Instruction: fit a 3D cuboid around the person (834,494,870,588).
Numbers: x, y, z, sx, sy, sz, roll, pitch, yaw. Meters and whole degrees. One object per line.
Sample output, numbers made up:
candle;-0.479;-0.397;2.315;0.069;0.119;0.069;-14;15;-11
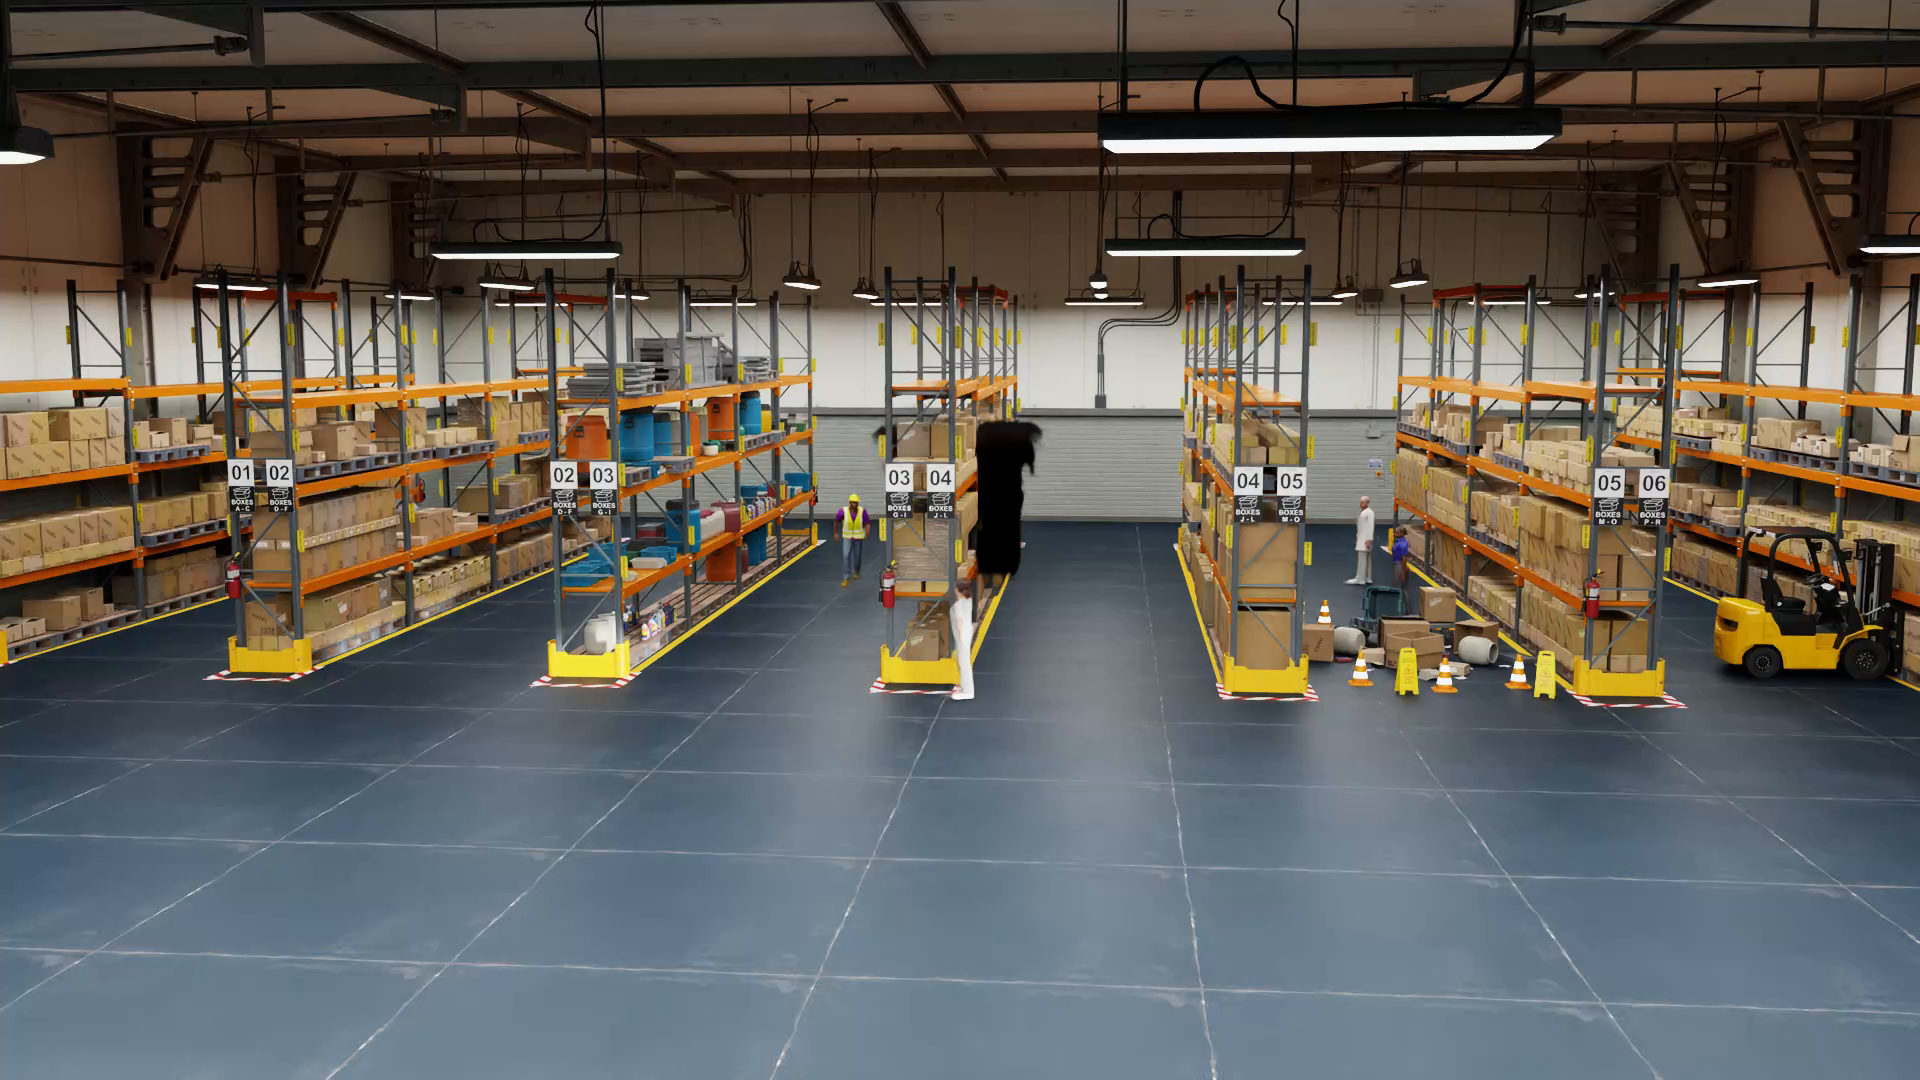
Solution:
person;-2.088;-0.019;32.024;0.731;1.755;0.976;0;7;4

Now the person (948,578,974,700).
person;0.038;1.371;23.138;0.373;1.710;0.573;1;7;11

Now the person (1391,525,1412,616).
person;7.928;0.561;29.912;0.416;1.665;0.474;4;8;30

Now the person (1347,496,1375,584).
person;8.208;-0.005;34.032;0.506;1.785;0.630;2;7;12

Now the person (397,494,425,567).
person;-12.143;-0.247;36.660;0.550;1.600;0.952;0;7;0
